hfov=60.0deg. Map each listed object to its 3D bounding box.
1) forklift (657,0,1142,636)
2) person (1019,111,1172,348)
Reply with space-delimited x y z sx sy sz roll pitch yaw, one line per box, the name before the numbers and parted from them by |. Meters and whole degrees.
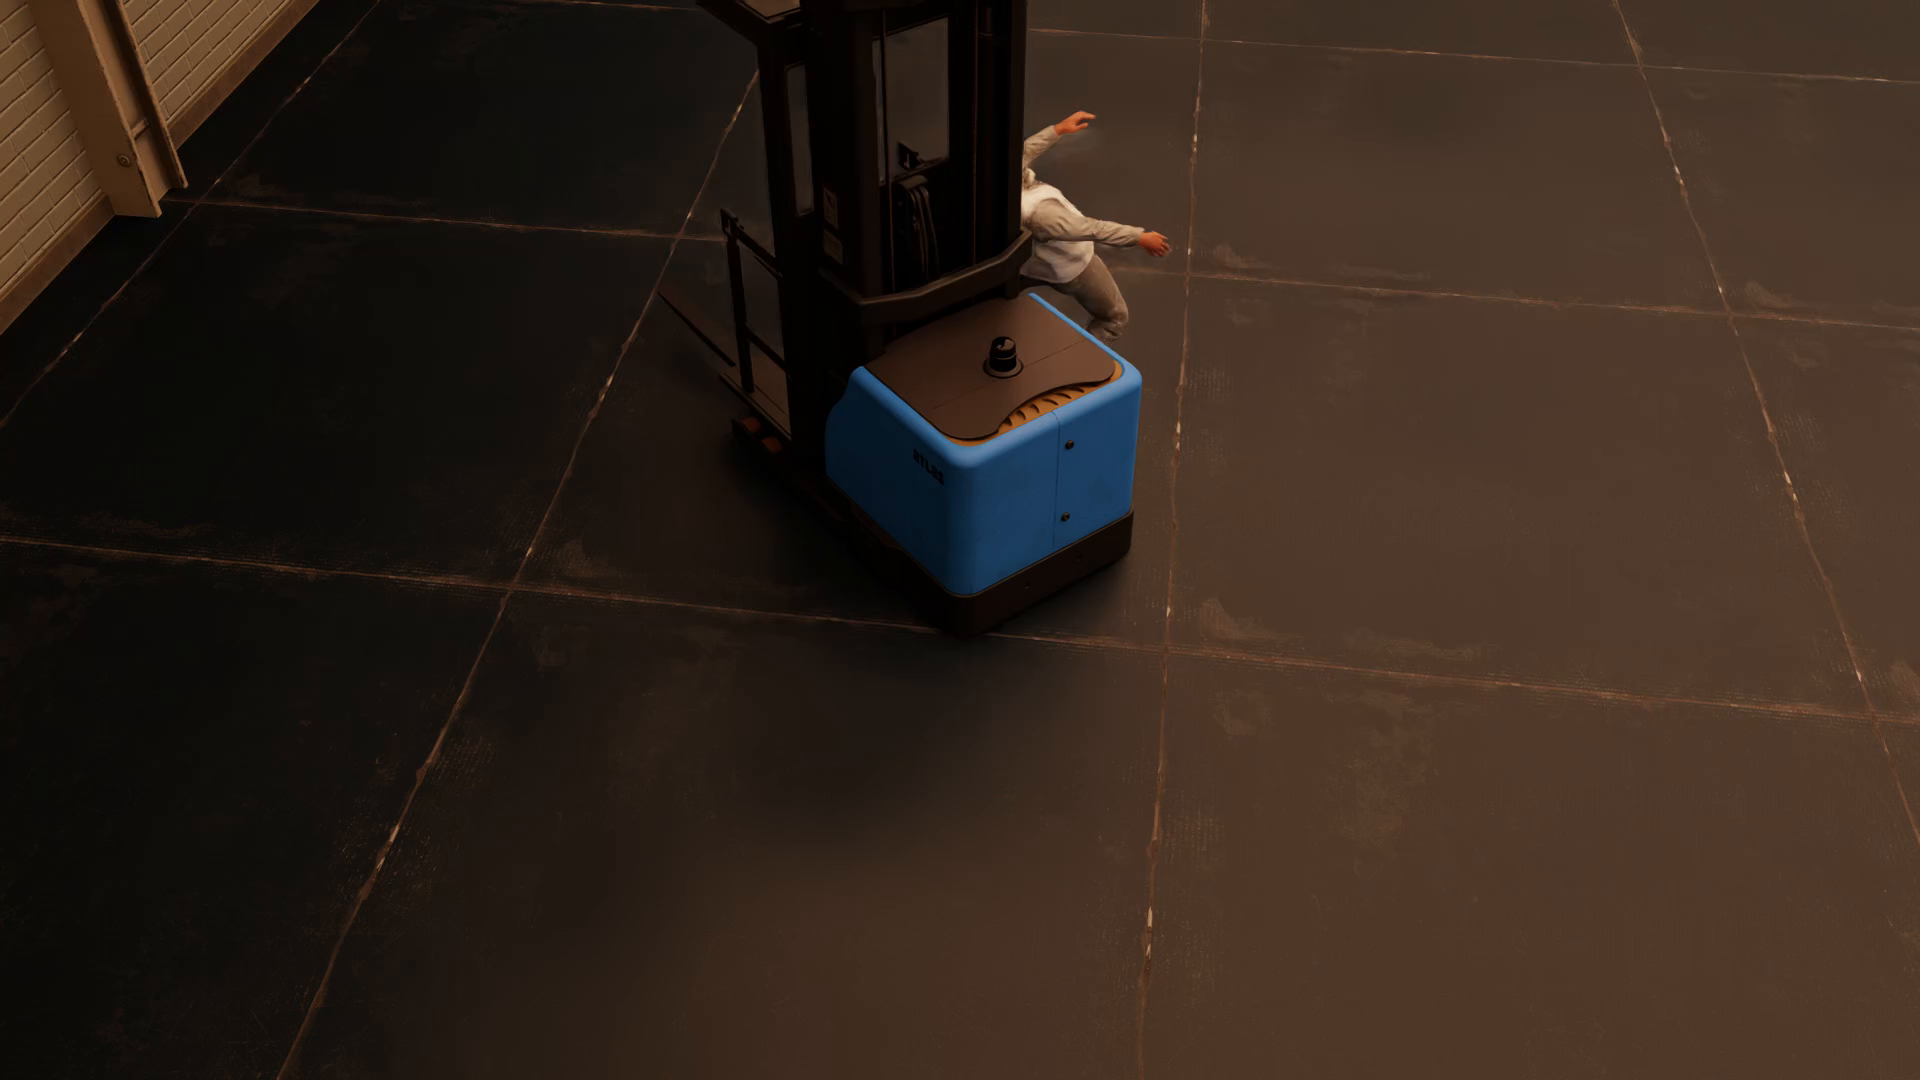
forklift | -0.484 -1.608 7.474 1.130 2.935 3.031 -27 49 -26
person | 0.511 -1.337 8.206 1.018 1.501 0.727 21 46 21
